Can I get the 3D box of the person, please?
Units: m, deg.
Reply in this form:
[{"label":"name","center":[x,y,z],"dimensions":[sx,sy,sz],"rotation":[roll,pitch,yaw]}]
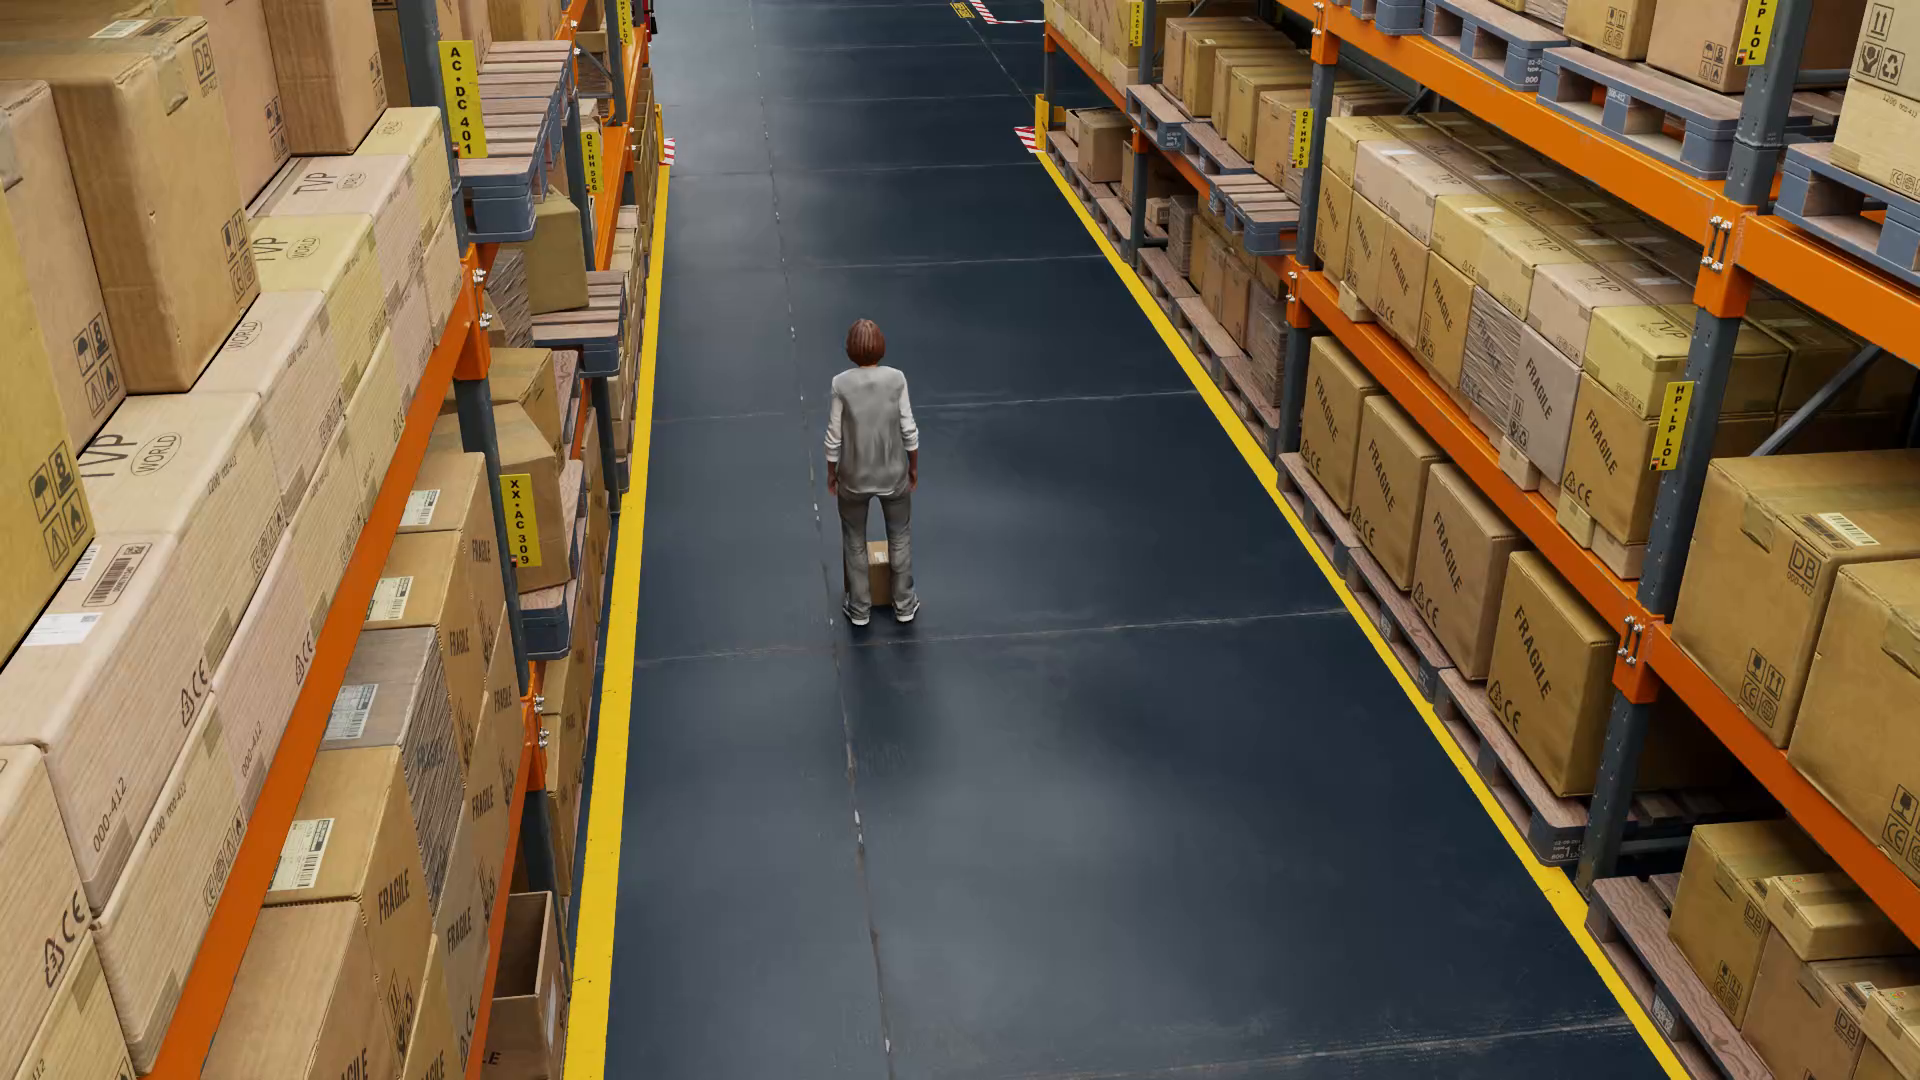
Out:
[{"label":"person","center":[-0.431,-0.291,8.233],"dimensions":[0.461,1.551,0.343],"rotation":[-4,28,-7]}]
